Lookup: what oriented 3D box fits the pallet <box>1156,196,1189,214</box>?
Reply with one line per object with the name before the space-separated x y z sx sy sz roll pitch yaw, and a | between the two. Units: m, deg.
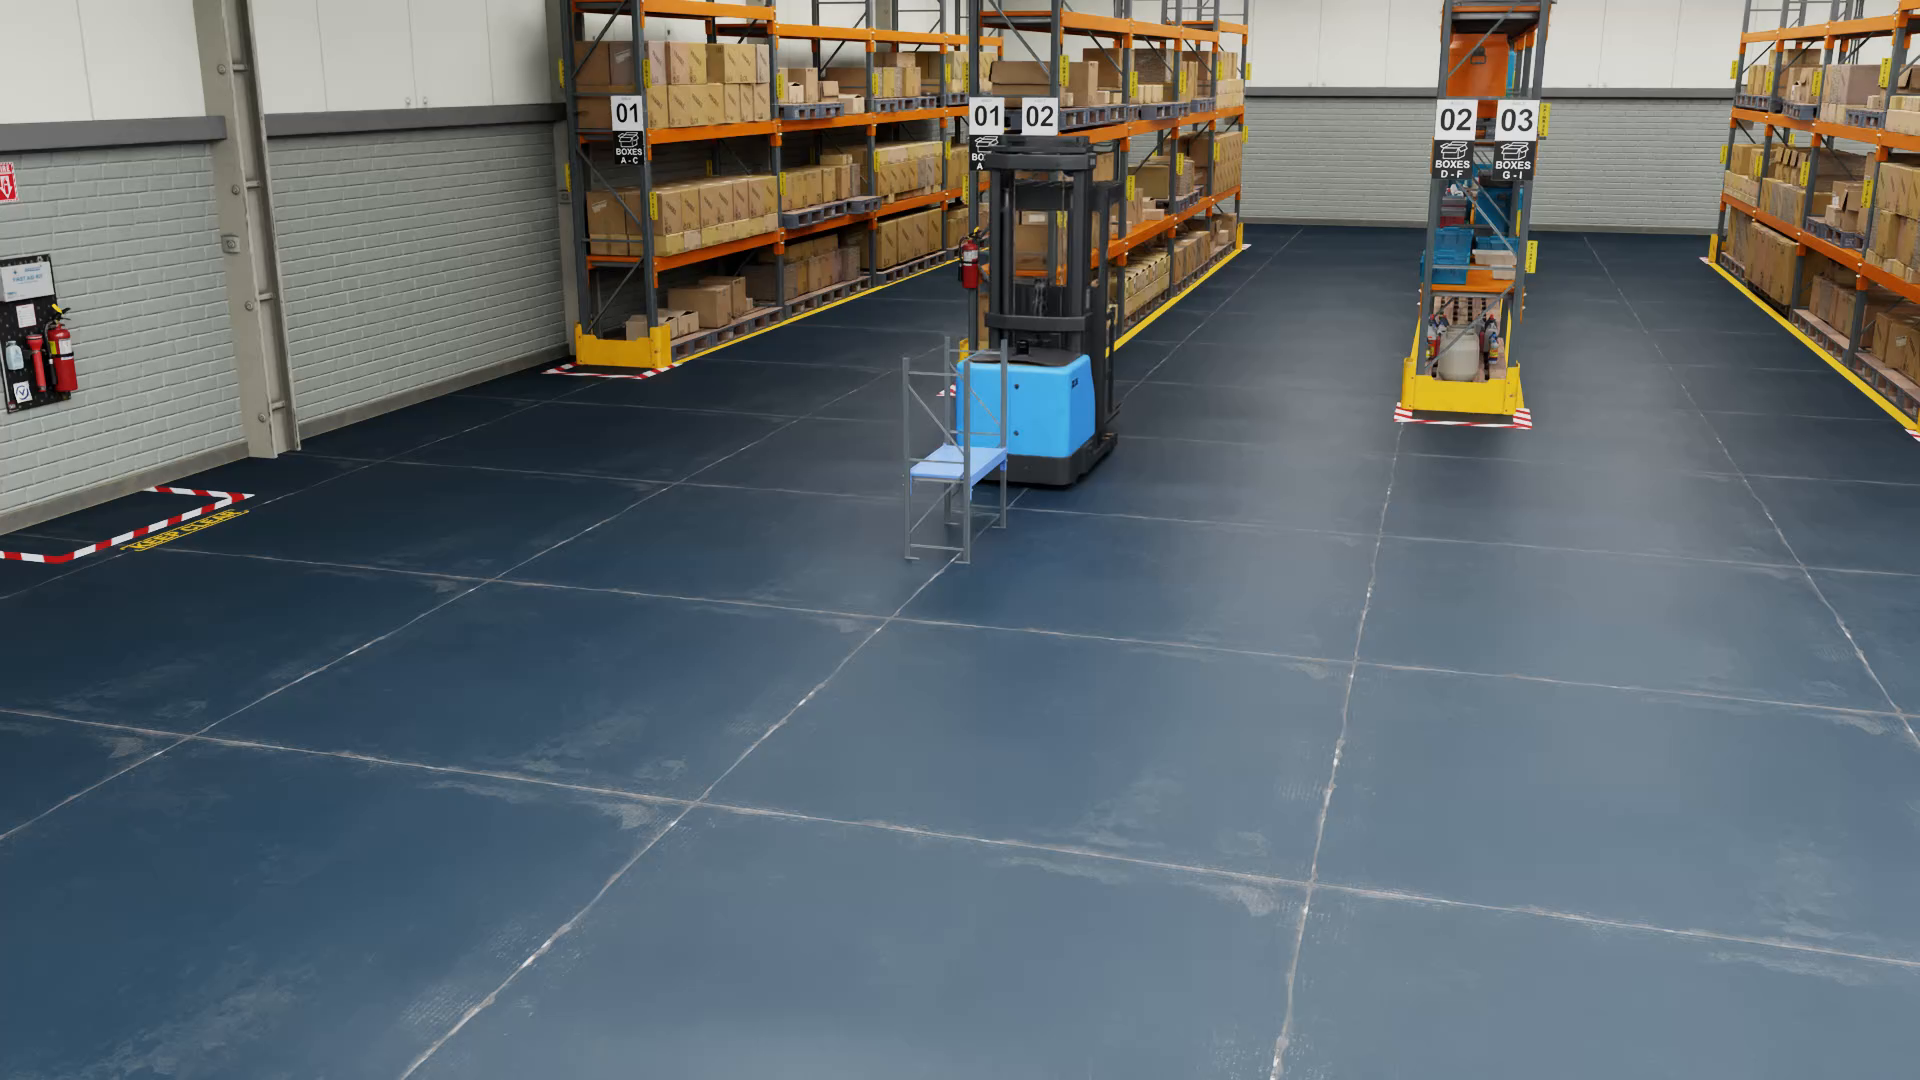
pallet | 2.992 -5.389 26.682 1.213 0.211 1.003 5 16 16

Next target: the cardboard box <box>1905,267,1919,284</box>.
cardboard box | 10.299 -2.806 17.687 0.380 0.149 0.250 5 16 16

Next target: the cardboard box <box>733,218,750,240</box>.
cardboard box | -3.142 -4.162 22.246 0.500 0.250 0.500 5 16 16

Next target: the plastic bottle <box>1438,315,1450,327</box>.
plastic bottle | 5.989 -2.614 20.596 0.144 0.351 0.185 5 16 16

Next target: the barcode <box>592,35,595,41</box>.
barcode | -4.435 -6.074 20.134 0.001 0.075 0.075 5 16 16

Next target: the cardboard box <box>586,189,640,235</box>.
cardboard box | -4.227 -4.026 20.392 0.500 0.500 0.500 4 16 15

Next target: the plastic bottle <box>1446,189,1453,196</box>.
plastic bottle | 7.821 -5.449 26.634 0.144 0.351 0.185 5 16 16

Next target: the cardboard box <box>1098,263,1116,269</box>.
cardboard box | 2.002 -3.927 24.419 0.500 0.311 0.500 4 16 15

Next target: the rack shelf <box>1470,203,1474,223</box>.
rack shelf | 8.183 -5.090 26.597 1.077 0.370 4.000 5 16 16

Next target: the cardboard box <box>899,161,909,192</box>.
cardboard box | -1.201 -6.256 28.622 0.500 0.500 0.500 5 16 16

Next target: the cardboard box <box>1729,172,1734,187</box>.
cardboard box | 14.100 -6.452 29.809 0.500 0.250 0.500 4 16 15

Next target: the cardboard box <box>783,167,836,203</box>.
cardboard box | -2.340 -5.490 25.698 0.700 0.500 0.500 5 16 16

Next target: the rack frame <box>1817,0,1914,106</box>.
rack frame | 12.364 -7.415 22.481 1.000 3.000 0.127 5 16 16

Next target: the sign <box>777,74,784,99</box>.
sign | -2.498 -6.287 23.052 0.100 0.325 0.005 5 16 16

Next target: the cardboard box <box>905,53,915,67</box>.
cardboard box | -1.123 -8.571 29.691 0.500 0.250 0.500 6 17 20

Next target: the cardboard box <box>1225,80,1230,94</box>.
cardboard box | 4.673 -8.325 30.545 0.500 0.250 0.500 5 16 16

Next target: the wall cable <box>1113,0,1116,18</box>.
wall cable | 4.933 -12.839 38.037 3.097 2.526 0.112 5 16 16

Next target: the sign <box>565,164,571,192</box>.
sign | 10.416 -6.517 21.252 28.007 3.793 12.118 5 16 16

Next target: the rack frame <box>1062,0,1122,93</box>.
rack frame | 1.727 -7.138 21.505 0.949 2.616 0.053 5 16 16

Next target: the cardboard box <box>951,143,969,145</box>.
cardboard box | 0.254 -7.784 34.228 0.980 0.700 0.700 5 17 18

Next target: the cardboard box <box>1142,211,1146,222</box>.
cardboard box | 2.558 -4.839 24.854 0.380 0.149 0.250 6 17 20

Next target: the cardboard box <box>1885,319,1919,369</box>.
cardboard box | 10.919 -2.230 19.006 0.500 0.500 0.500 11 19 33

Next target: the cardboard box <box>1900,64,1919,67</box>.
cardboard box | 12.177 -5.853 21.372 0.500 0.500 0.500 5 17 17

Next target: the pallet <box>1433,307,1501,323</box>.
pallet | 7.009 -3.054 23.209 1.003 0.211 1.213 5 16 16

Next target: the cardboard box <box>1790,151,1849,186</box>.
cardboard box | 12.959 -5.596 25.040 0.797 0.503 0.637 5 17 18

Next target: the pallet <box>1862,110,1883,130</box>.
pallet | 11.504 -4.989 19.767 1.213 0.211 1.003 5 16 16

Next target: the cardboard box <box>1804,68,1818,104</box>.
cardboard box | 12.629 -6.620 24.222 0.500 0.500 0.500 6 17 19

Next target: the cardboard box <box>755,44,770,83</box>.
cardboard box | -2.903 -6.465 22.575 0.500 0.500 0.500 3 16 11

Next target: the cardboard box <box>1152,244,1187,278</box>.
cardboard box | 3.918 -5.282 29.728 0.873 0.500 6.003 4 16 14

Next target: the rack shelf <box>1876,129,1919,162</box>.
rack shelf | 10.658 -4.056 17.455 1.077 0.370 4.000 5 16 16

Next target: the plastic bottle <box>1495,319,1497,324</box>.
plastic bottle | 6.658 -2.620 20.741 0.061 0.283 0.133 5 17 19

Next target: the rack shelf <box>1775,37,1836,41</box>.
rack shelf | 14.069 -8.540 28.142 0.919 0.124 3.809 5 16 16

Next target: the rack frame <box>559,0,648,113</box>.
rack frame | -4.157 -6.475 19.165 1.000 3.000 0.127 5 16 16

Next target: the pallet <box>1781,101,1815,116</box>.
pallet | 13.287 -6.683 25.747 0.805 0.209 1.217 4 16 14

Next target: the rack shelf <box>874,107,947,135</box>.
rack shelf | -1.315 -7.302 28.896 1.077 0.370 4.000 5 16 16

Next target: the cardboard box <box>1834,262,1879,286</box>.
cardboard box | 12.061 -3.582 22.361 0.500 0.250 0.500 7 17 22

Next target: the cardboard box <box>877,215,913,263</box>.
cardboard box | -1.294 -5.260 29.047 0.750 0.750 0.750 5 16 16

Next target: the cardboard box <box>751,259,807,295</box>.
cardboard box | -2.729 -3.977 25.128 0.700 0.500 0.500 4 16 15

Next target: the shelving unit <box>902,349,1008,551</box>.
shelving unit | -0.024 -0.699 12.546 0.538 1.308 1.030 5 16 16

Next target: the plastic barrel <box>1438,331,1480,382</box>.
plastic barrel | 5.455 -2.003 18.185 0.421 0.512 0.421 0 16 0

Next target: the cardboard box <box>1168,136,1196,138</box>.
cardboard box | 4.042 -7.160 30.562 0.500 0.500 0.500 4 16 15

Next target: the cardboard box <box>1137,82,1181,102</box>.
cardboard box | 2.958 -6.906 26.001 0.910 0.500 0.500 5 16 16

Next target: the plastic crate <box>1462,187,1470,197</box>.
plastic crate | 8.812 -6.170 29.479 0.437 0.125 0.590 5 16 16

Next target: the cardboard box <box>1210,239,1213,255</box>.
cardboard box | 4.330 -5.356 30.336 0.500 0.311 0.500 5 16 16

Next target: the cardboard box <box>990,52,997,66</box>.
cardboard box | 0.443 -9.544 33.430 0.500 0.500 0.500 5 16 16

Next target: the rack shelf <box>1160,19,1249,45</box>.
rack shelf | 4.572 -9.406 30.826 1.077 0.370 4.000 5 16 16

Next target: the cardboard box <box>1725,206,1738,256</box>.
cardboard box | 14.532 -5.628 30.300 0.875 0.875 0.875 5 16 16

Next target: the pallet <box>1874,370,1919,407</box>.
pallet | 10.725 -1.642 18.233 1.003 0.211 1.213 5 16 16

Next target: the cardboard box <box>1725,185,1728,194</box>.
cardboard box | 14.148 -6.367 30.239 0.380 0.149 0.250 4 16 15

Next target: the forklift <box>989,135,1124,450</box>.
forklift | 0.875 -2.240 15.354 1.121 2.935 3.031 5 17 17

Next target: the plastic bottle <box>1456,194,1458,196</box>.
plastic bottle | 7.949 -5.413 26.652 0.097 0.271 0.097 0 16 0

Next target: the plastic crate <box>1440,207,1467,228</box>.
plastic crate | 6.322 -4.048 21.486 0.402 0.464 0.583 5 16 16

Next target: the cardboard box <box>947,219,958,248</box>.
cardboard box | -0.436 -5.915 31.998 0.700 0.500 0.500 5 17 17

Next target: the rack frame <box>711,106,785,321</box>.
rack frame | -3.020 -4.635 23.673 1.000 3.000 0.127 5 16 16

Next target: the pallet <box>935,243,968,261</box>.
pallet | -0.456 -5.579 32.113 1.003 0.211 1.213 5 16 16
